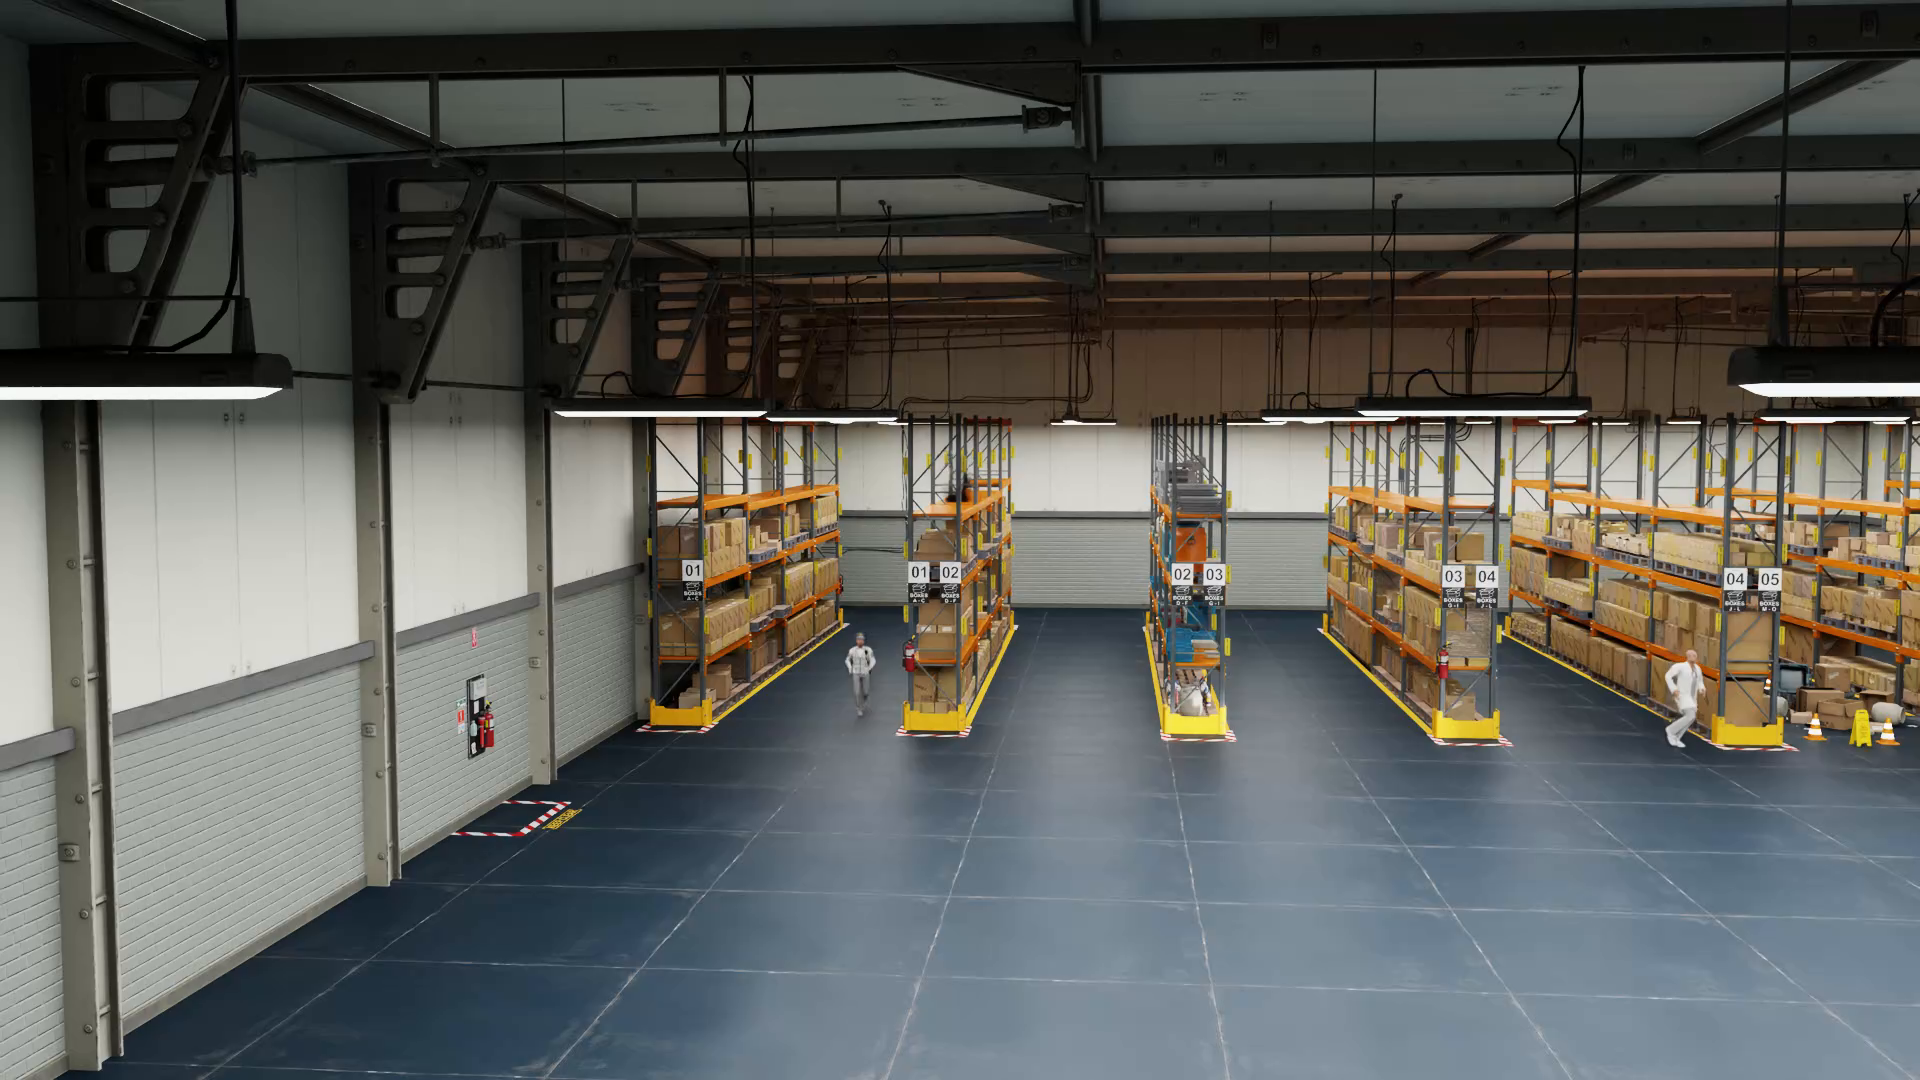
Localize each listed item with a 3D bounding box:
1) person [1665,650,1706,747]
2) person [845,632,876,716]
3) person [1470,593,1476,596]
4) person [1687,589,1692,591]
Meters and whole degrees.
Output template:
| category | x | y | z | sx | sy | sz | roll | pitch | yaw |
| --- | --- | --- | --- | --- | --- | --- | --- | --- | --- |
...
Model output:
| category | x | y | z | sx | sy | sz | roll | pitch | yaw |
| --- | --- | --- | --- | --- | --- | --- | --- | --- | --- |
| person | 13.118 | 2.846 | 29.901 | 0.695 | 1.732 | 0.589 | -2 | 4 | -27 |
| person | -1.994 | 2.661 | 33.220 | 0.609 | 1.647 | 0.568 | 0 | 4 | -2 |
| person | 13.796 | 1.889 | 44.046 | 0.661 | 1.805 | 0.791 | 1 | 4 | 13 |
| person | 20.714 | 1.740 | 47.077 | 0.843 | 1.623 | 0.626 | 3 | 5 | 36 |
